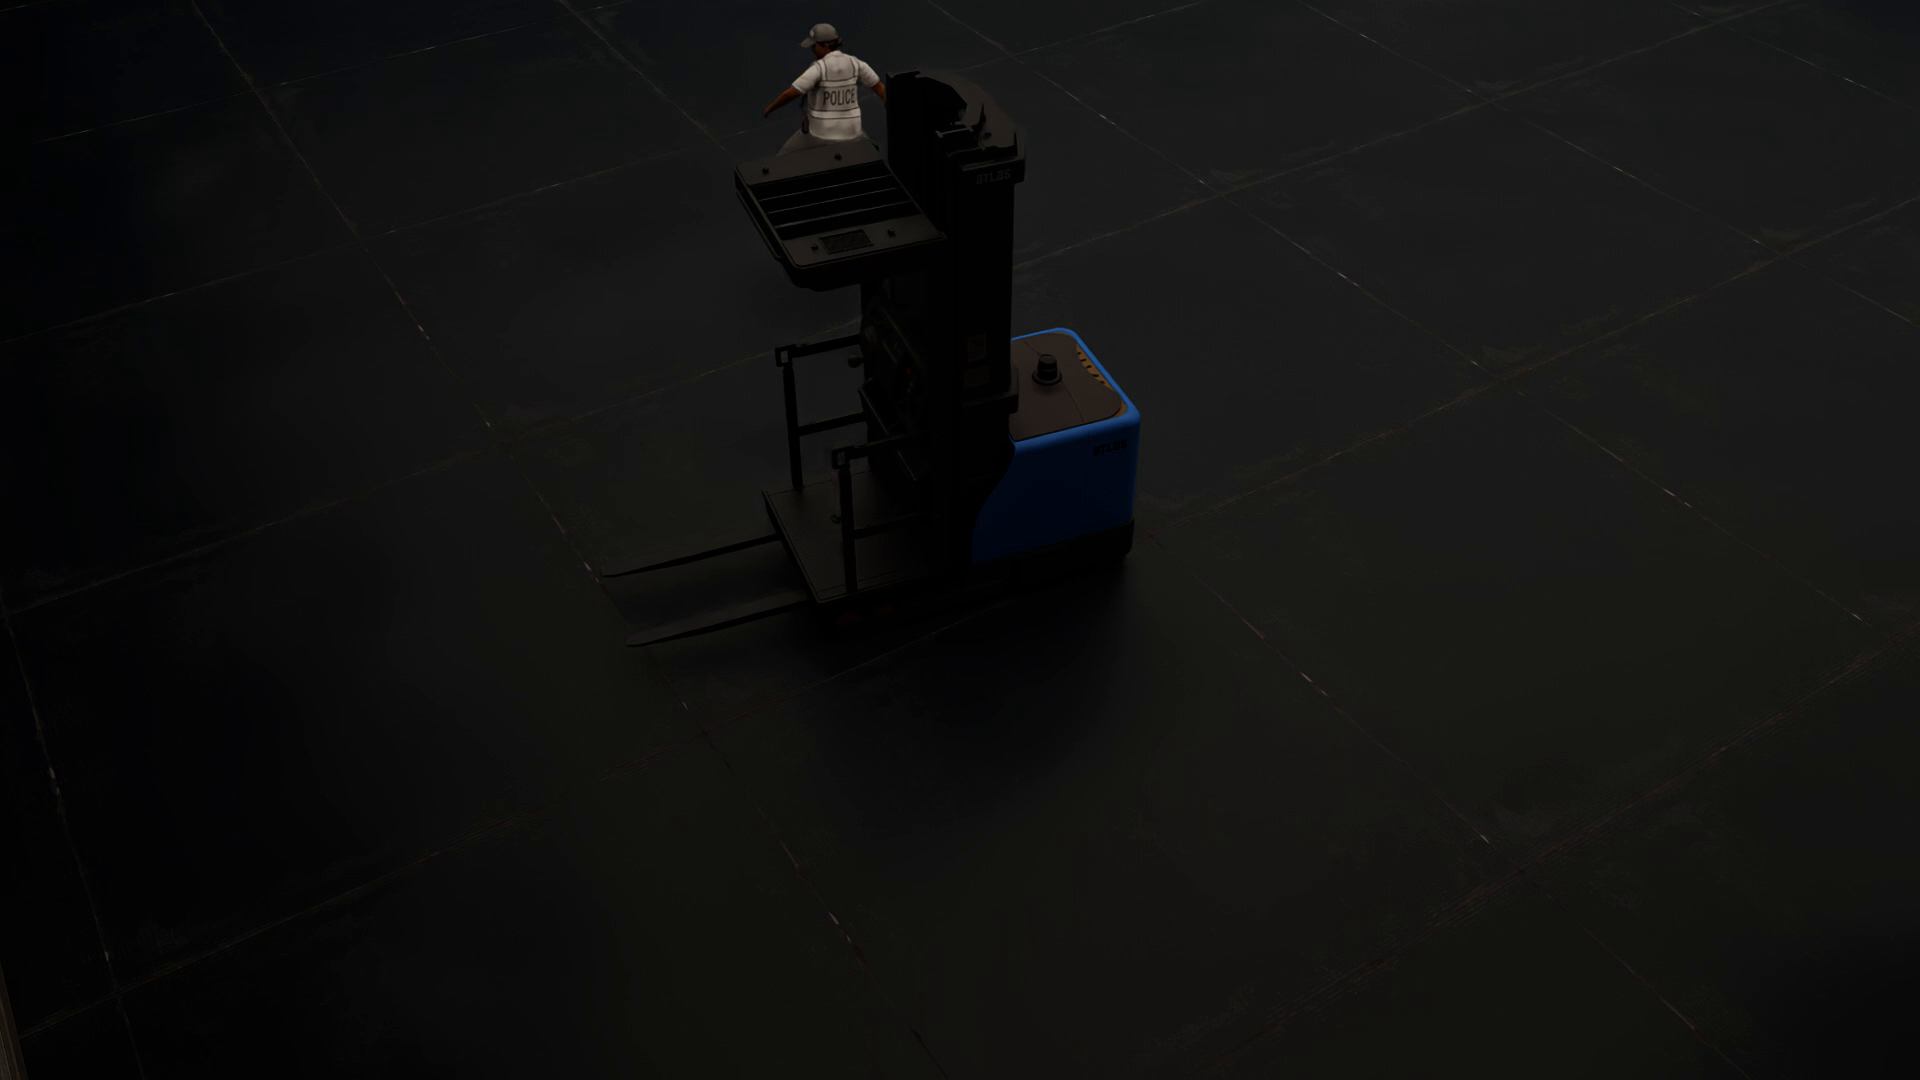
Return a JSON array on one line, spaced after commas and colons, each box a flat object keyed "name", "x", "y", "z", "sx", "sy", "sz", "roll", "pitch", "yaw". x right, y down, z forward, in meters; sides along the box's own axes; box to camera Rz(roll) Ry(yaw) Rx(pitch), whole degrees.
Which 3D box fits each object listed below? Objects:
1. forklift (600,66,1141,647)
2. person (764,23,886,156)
[{"name": "forklift", "x": -0.542, "y": -0.929, "z": 8.934, "sx": 3.031, "sy": 2.935, "sz": 1.130, "roll": -15, "pitch": 43, "yaw": -16}, {"name": "person", "x": -0.937, "y": -3.134, "z": 12.597, "sx": 1.124, "sy": 1.569, "sz": 0.507, "roll": -16, "pitch": 44, "yaw": -17}]
